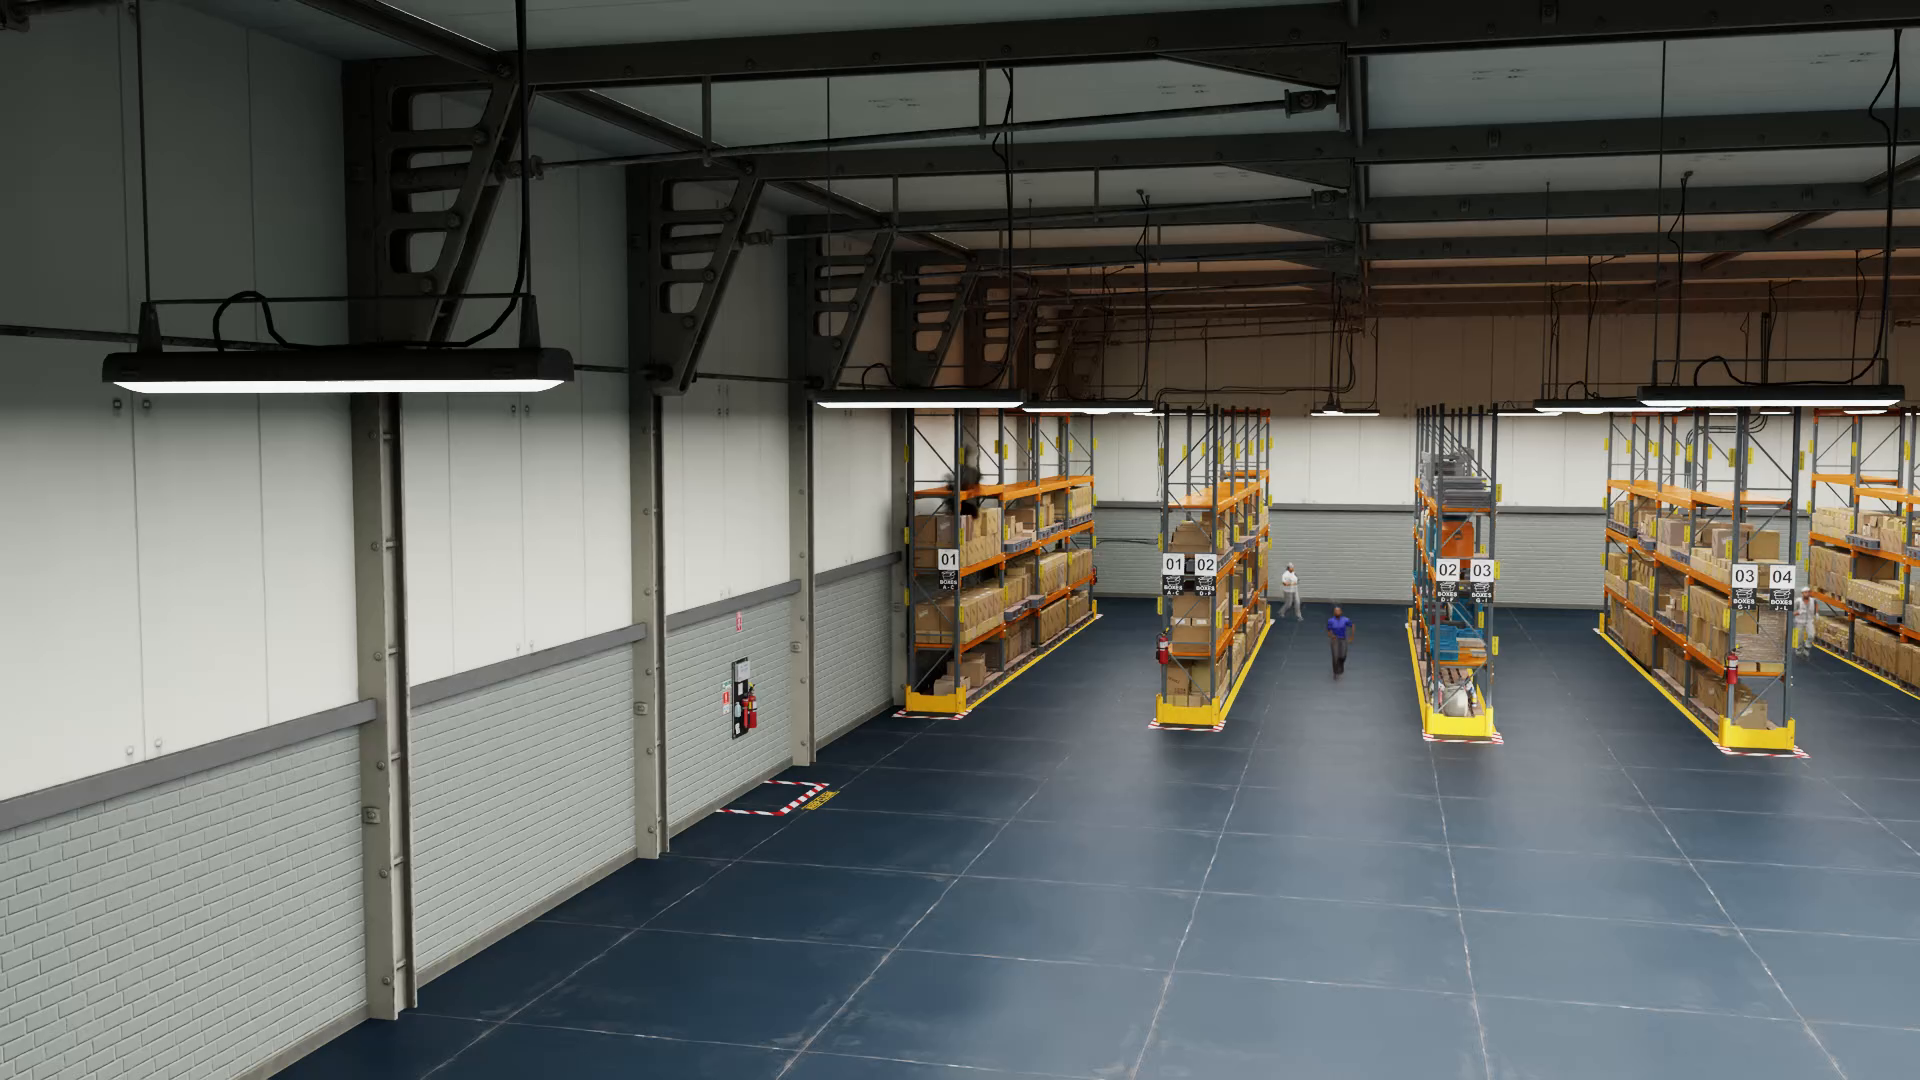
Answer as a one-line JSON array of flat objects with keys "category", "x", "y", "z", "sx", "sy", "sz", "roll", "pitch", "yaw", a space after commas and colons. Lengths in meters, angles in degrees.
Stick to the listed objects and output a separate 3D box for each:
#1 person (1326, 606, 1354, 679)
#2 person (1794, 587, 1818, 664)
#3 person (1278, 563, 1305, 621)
[{"category": "person", "x": 8.335, "y": 2.261, "z": 36.502, "sx": 0.602, "sy": 1.605, "sz": 0.667, "roll": 1, "pitch": 4, "yaw": 15}, {"category": "person", "x": 19.872, "y": 1.982, "z": 39.134, "sx": 0.692, "sy": 1.794, "sz": 0.855, "roll": 1, "pitch": 4, "yaw": 10}, {"category": "person", "x": 9.342, "y": 1.481, "z": 47.296, "sx": 0.629, "sy": 1.668, "sz": 0.863, "roll": -4, "pitch": 6, "yaw": -43}]
